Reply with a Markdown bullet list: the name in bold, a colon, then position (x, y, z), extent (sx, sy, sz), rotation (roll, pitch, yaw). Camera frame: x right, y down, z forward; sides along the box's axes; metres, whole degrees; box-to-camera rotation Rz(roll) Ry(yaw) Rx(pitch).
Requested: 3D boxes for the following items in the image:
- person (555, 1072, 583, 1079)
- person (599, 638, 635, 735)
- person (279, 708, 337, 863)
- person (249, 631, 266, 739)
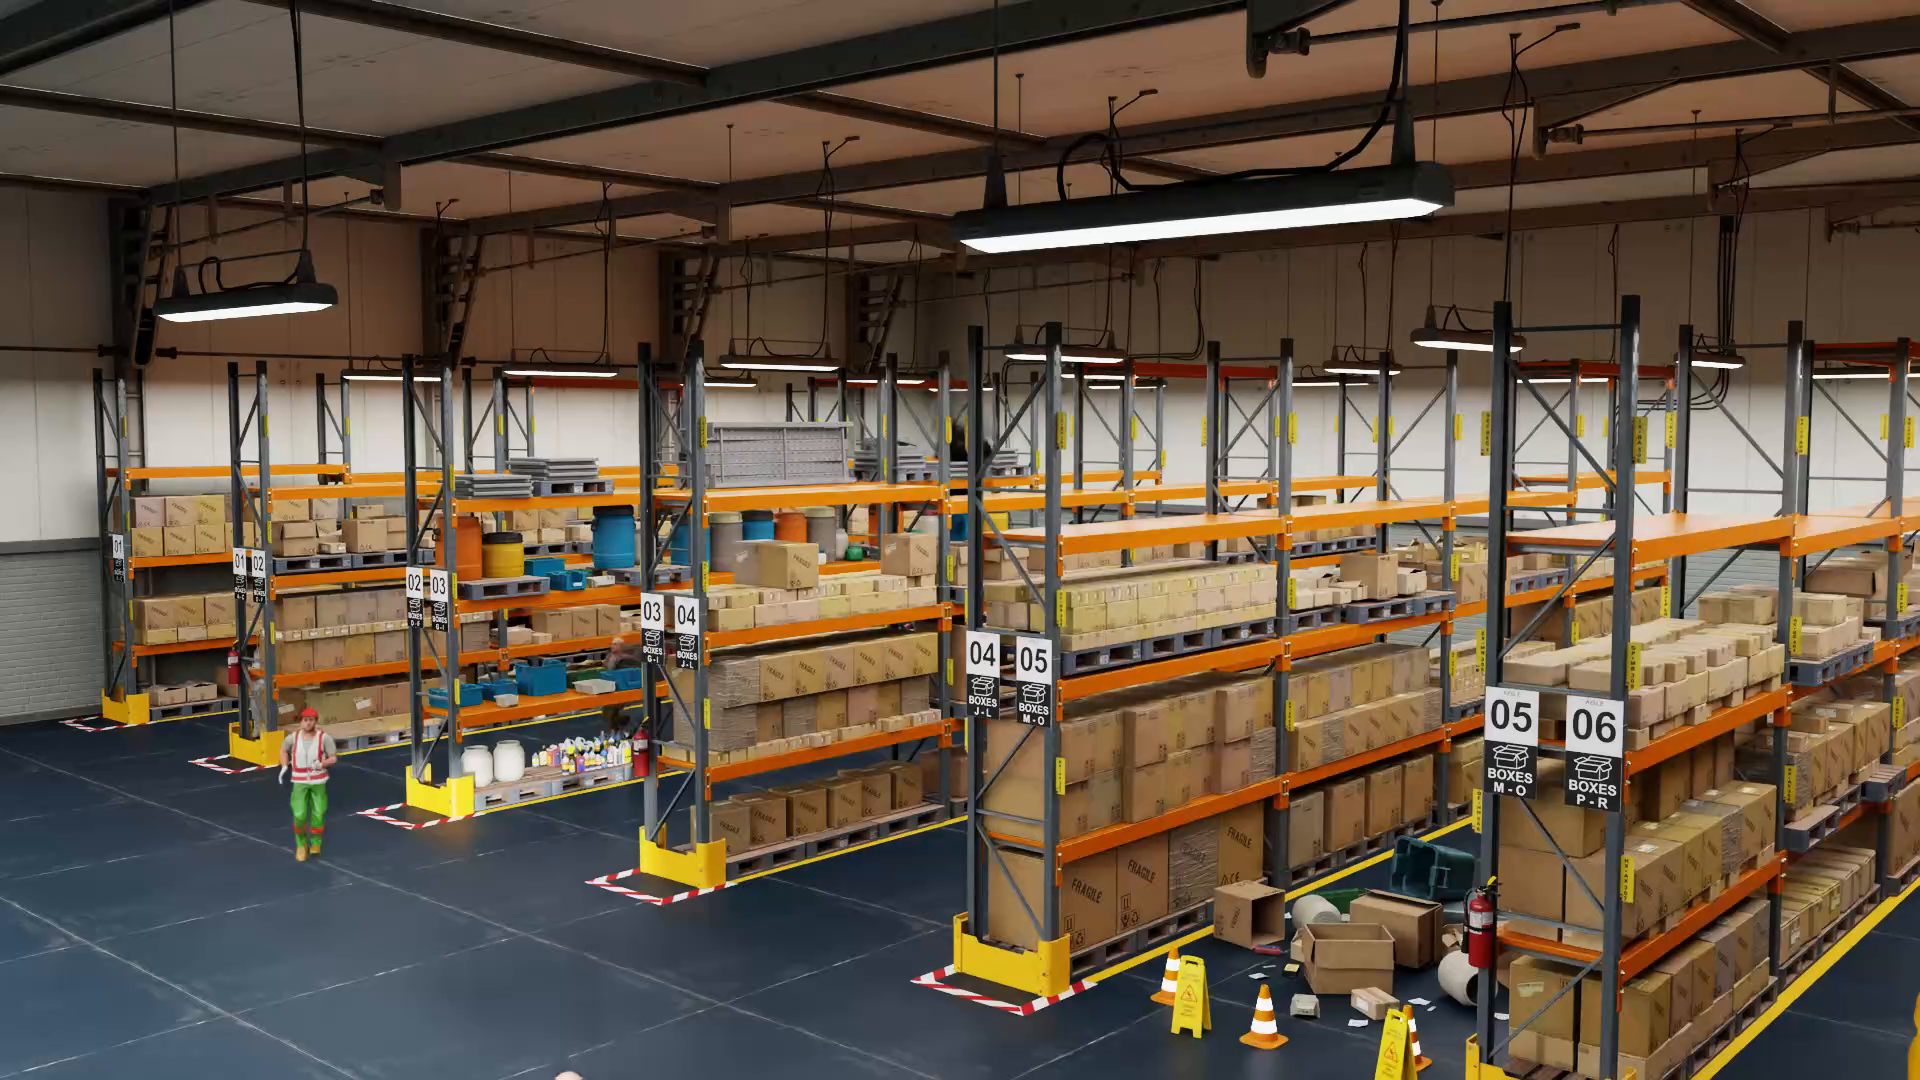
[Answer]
- **person**: position (-2.034, 3.640, 8.705), extent (0.657, 1.726, 0.949), rotation (-1, 4, -14)
- **person**: position (-5.335, 2.391, 26.008), extent (0.711, 1.743, 0.756), rotation (3, 5, 32)
- **person**: position (-7.588, 2.847, 19.368), extent (0.650, 1.790, 0.712), rotation (-2, 4, -20)
- **person**: position (-11.205, 2.300, 26.928), extent (0.675, 1.779, 0.871), rotation (3, 5, 34)
